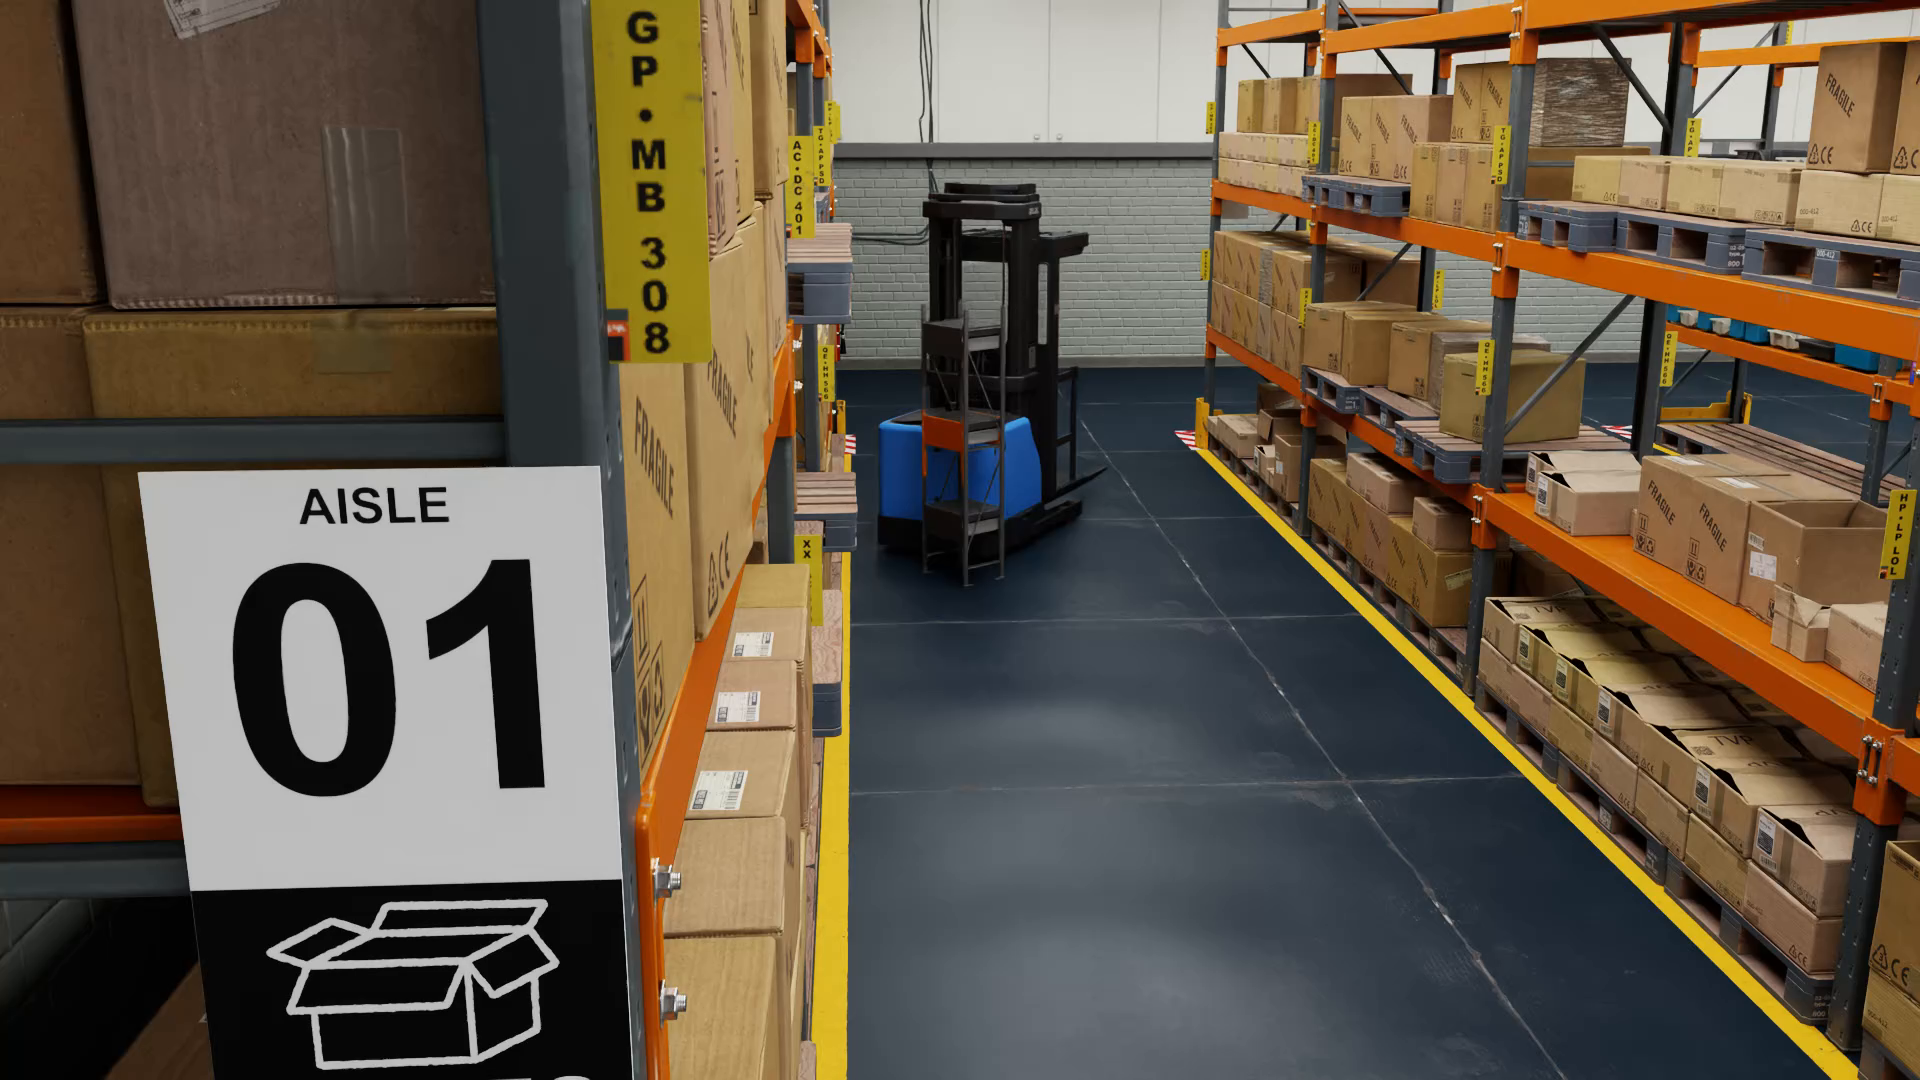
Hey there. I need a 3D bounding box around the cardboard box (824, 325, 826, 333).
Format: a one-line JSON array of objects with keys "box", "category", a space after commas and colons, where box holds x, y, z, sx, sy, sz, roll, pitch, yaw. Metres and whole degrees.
[{"box": [-1.223, -1.618, 11.952, 0.500, 0.250, 0.500, -1, 14, -2], "category": "cardboard box"}]

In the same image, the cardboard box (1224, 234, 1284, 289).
[{"box": [2.940, -2.779, 16.602, 0.500, 0.500, 0.500, -1, 14, -3], "category": "cardboard box"}]

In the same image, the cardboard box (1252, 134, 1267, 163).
[{"box": [2.996, -3.608, 15.309, 0.500, 0.250, 0.500, -1, 14, -3], "category": "cardboard box"}]

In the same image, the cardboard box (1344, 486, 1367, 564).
[{"box": [3.238, -0.118, 12.598, 0.500, 0.500, 0.500, -1, 14, -3], "category": "cardboard box"}]

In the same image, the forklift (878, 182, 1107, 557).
[{"box": [0.431, -1.601, 14.366, 1.130, 2.935, 3.031, 7, 16, 25], "category": "forklift"}]

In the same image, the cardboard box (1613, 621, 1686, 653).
[{"box": [3.948, 0.611, 9.183, 0.500, 0.311, 0.500, -1, 14, -4], "category": "cardboard box"}]

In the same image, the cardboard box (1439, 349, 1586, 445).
[{"box": [3.480, -0.908, 10.493, 0.700, 0.500, 0.500, -6, 16, -22], "category": "cardboard box"}]

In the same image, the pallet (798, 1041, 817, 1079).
[{"box": [-0.988, 2.088, 5.489, 1.003, 0.211, 1.213, -1, 14, -3], "category": "pallet"}]

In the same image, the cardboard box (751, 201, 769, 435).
[{"box": [-0.676, -0.428, 3.411, 0.500, 0.500, 0.500, 0, 14, 0], "category": "cardboard box"}]

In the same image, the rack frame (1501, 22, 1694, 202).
[{"box": [3.631, -3.407, 9.208, 1.000, 3.000, 0.127, -1, 14, -3], "category": "rack frame"}]

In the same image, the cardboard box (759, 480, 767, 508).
[{"box": [-1.090, 0.043, 6.756, 0.700, 0.500, 0.500, 1, 14, 2], "category": "cardboard box"}]

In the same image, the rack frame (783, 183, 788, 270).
[{"box": [-1.065, -2.335, 5.041, 1.000, 3.000, 0.127, -1, 14, -3], "category": "rack frame"}]

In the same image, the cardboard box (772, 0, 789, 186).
[{"box": [-0.718, -1.167, 4.275, 0.500, 0.500, 0.500, 0, 14, 0], "category": "cardboard box"}]

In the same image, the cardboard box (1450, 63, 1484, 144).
[{"box": [3.547, -2.849, 10.853, 0.500, 0.500, 0.500, -1, 14, -3], "category": "cardboard box"}]

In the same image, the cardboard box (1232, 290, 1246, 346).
[{"box": [2.965, -2.172, 16.248, 0.500, 0.500, 0.500, -1, 14, -4], "category": "cardboard box"}]

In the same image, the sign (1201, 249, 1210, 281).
[{"box": [2.594, -2.902, 17.548, 0.100, 0.325, 0.005, -1, 14, -3], "category": "sign"}]

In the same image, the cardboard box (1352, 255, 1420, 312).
[{"box": [3.635, -2.150, 14.157, 0.500, 0.500, 0.500, -1, 14, -2], "category": "cardboard box"}]

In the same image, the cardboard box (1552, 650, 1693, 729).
[{"box": [3.441, 0.747, 8.652, 0.500, 0.311, 0.500, -1, 14, -5], "category": "cardboard box"}]

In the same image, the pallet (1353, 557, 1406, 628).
[{"box": [3.550, 0.360, 12.204, 1.003, 0.211, 1.213, -1, 14, -3], "category": "pallet"}]

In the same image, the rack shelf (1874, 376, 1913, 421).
[{"box": [8.451, -0.726, 12.272, 1.077, 0.370, 4.000, -1, 14, -3], "category": "rack shelf"}]

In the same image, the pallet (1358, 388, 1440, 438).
[{"box": [3.506, -0.892, 11.859, 1.003, 0.211, 1.213, -1, 14, -3], "category": "pallet"}]

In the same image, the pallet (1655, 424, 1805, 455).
[{"box": [8.092, -1.010, 17.530, 1.003, 0.211, 1.213, -1, 14, -3], "category": "pallet"}]

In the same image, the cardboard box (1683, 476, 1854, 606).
[{"box": [3.784, -0.002, 7.813, 0.500, 0.500, 0.500, -1, 14, -3], "category": "cardboard box"}]

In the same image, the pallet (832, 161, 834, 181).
[{"box": [-1.752, -3.639, 16.308, 1.003, 0.211, 1.213, -1, 14, -3], "category": "pallet"}]

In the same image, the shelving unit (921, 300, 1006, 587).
[{"box": [0.023, -0.737, 12.677, 0.431, 2.100, 0.503, -12, 19, -39], "category": "shelving unit"}]

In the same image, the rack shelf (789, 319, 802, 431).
[{"box": [-1.189, -1.031, 7.437, 1.077, 0.370, 4.000, -1, 14, -3], "category": "rack shelf"}]

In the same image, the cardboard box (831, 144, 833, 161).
[{"box": [-1.427, -3.609, 15.270, 0.500, 0.250, 0.500, -1, 14, -5], "category": "cardboard box"}]

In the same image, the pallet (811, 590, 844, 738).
[{"box": [-0.967, 0.471, 6.560, 1.003, 0.211, 1.213, -1, 14, -3], "category": "pallet"}]

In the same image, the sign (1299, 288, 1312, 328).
[{"box": [2.842, -1.905, 13.674, 0.100, 0.325, 0.005, -1, 14, -3], "category": "sign"}]

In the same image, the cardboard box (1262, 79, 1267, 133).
[{"box": [3.268, -4.101, 15.717, 0.700, 0.500, 0.500, -1, 14, -3], "category": "cardboard box"}]

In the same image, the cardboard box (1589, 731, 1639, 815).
[{"box": [3.472, 1.143, 8.238, 0.500, 0.250, 0.500, -1, 14, -2], "category": "cardboard box"}]

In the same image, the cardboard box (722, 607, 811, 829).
[{"box": [-0.690, 0.507, 4.791, 0.500, 0.500, 0.500, -1, 14, -4], "category": "cardboard box"}]

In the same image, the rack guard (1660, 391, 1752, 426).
[{"box": [8.065, -1.362, 18.316, 1.175, 0.500, 0.348, -1, 14, -3], "category": "rack guard"}]

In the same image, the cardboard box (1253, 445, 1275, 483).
[{"box": [3.019, -0.731, 15.361, 0.500, 0.311, 0.500, -1, 14, -3], "category": "cardboard box"}]

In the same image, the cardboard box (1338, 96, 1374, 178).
[{"box": [3.341, -3.123, 12.880, 0.600, 0.600, 0.600, -2, 15, -9], "category": "cardboard box"}]

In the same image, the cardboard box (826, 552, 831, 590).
[{"box": [-1.275, 0.011, 11.436, 0.750, 0.750, 0.750, -1, 14, -4], "category": "cardboard box"}]

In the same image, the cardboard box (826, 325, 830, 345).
[{"box": [-1.239, -1.383, 12.546, 0.500, 0.500, 0.500, -1, 14, -3], "category": "cardboard box"}]

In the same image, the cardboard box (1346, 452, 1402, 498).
[{"box": [3.232, -0.489, 12.536, 0.500, 0.250, 0.500, -1, 14, -3], "category": "cardboard box"}]

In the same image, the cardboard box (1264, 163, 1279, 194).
[{"box": [3.028, -3.242, 14.888, 0.500, 0.250, 0.500, -1, 14, -3], "category": "cardboard box"}]

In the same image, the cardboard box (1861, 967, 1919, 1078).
[{"box": [3.605, 1.742, 5.913, 0.500, 0.250, 0.500, -1, 14, -3], "category": "cardboard box"}]

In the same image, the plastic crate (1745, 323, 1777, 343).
[{"box": [7.867, -2.046, 16.174, 0.416, 0.233, 0.300, -1, 14, -3], "category": "plastic crate"}]

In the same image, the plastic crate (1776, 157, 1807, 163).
[{"box": [7.909, -3.406, 15.462, 0.437, 0.282, 0.530, -1, 14, -3], "category": "plastic crate"}]

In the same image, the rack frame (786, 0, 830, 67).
[{"box": [-1.808, -5.319, 16.640, 1.000, 3.000, 0.127, -1, 14, -3], "category": "rack frame"}]

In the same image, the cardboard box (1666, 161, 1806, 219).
[{"box": [3.790, -1.700, 8.054, 0.500, 0.250, 0.500, -1, 14, -5], "category": "cardboard box"}]

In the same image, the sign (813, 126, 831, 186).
[{"box": [-0.771, -2.135, 9.247, 0.100, 0.325, 0.005, -1, 14, -3], "category": "sign"}]

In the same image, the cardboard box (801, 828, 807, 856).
[{"box": [-0.710, 0.871, 4.883, 0.500, 0.250, 0.500, -1, 14, -3], "category": "cardboard box"}]

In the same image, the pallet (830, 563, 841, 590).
[{"box": [-1.359, 0.426, 11.945, 1.003, 0.211, 1.213, -1, 14, -3], "category": "pallet"}]

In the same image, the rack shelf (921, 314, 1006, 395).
[{"box": [0.023, -1.402, 12.506, 0.431, 0.518, 0.480, -12, 19, -39], "category": "rack shelf"}]

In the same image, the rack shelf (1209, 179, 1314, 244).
[{"box": [3.260, -3.098, 15.471, 1.077, 0.370, 4.000, -1, 14, -3], "category": "rack shelf"}]

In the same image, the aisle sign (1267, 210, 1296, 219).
[{"box": [3.437, -3.772, 17.449, 0.394, 0.787, 0.004, -1, 14, -3], "category": "aisle sign"}]

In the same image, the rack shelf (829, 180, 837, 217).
[{"box": [-1.684, -3.021, 15.170, 1.077, 0.370, 4.000, -1, 14, -3], "category": "rack shelf"}]

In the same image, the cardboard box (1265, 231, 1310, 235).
[{"box": [3.438, -2.917, 17.138, 0.500, 0.500, 0.500, -1, 14, -4], "category": "cardboard box"}]
